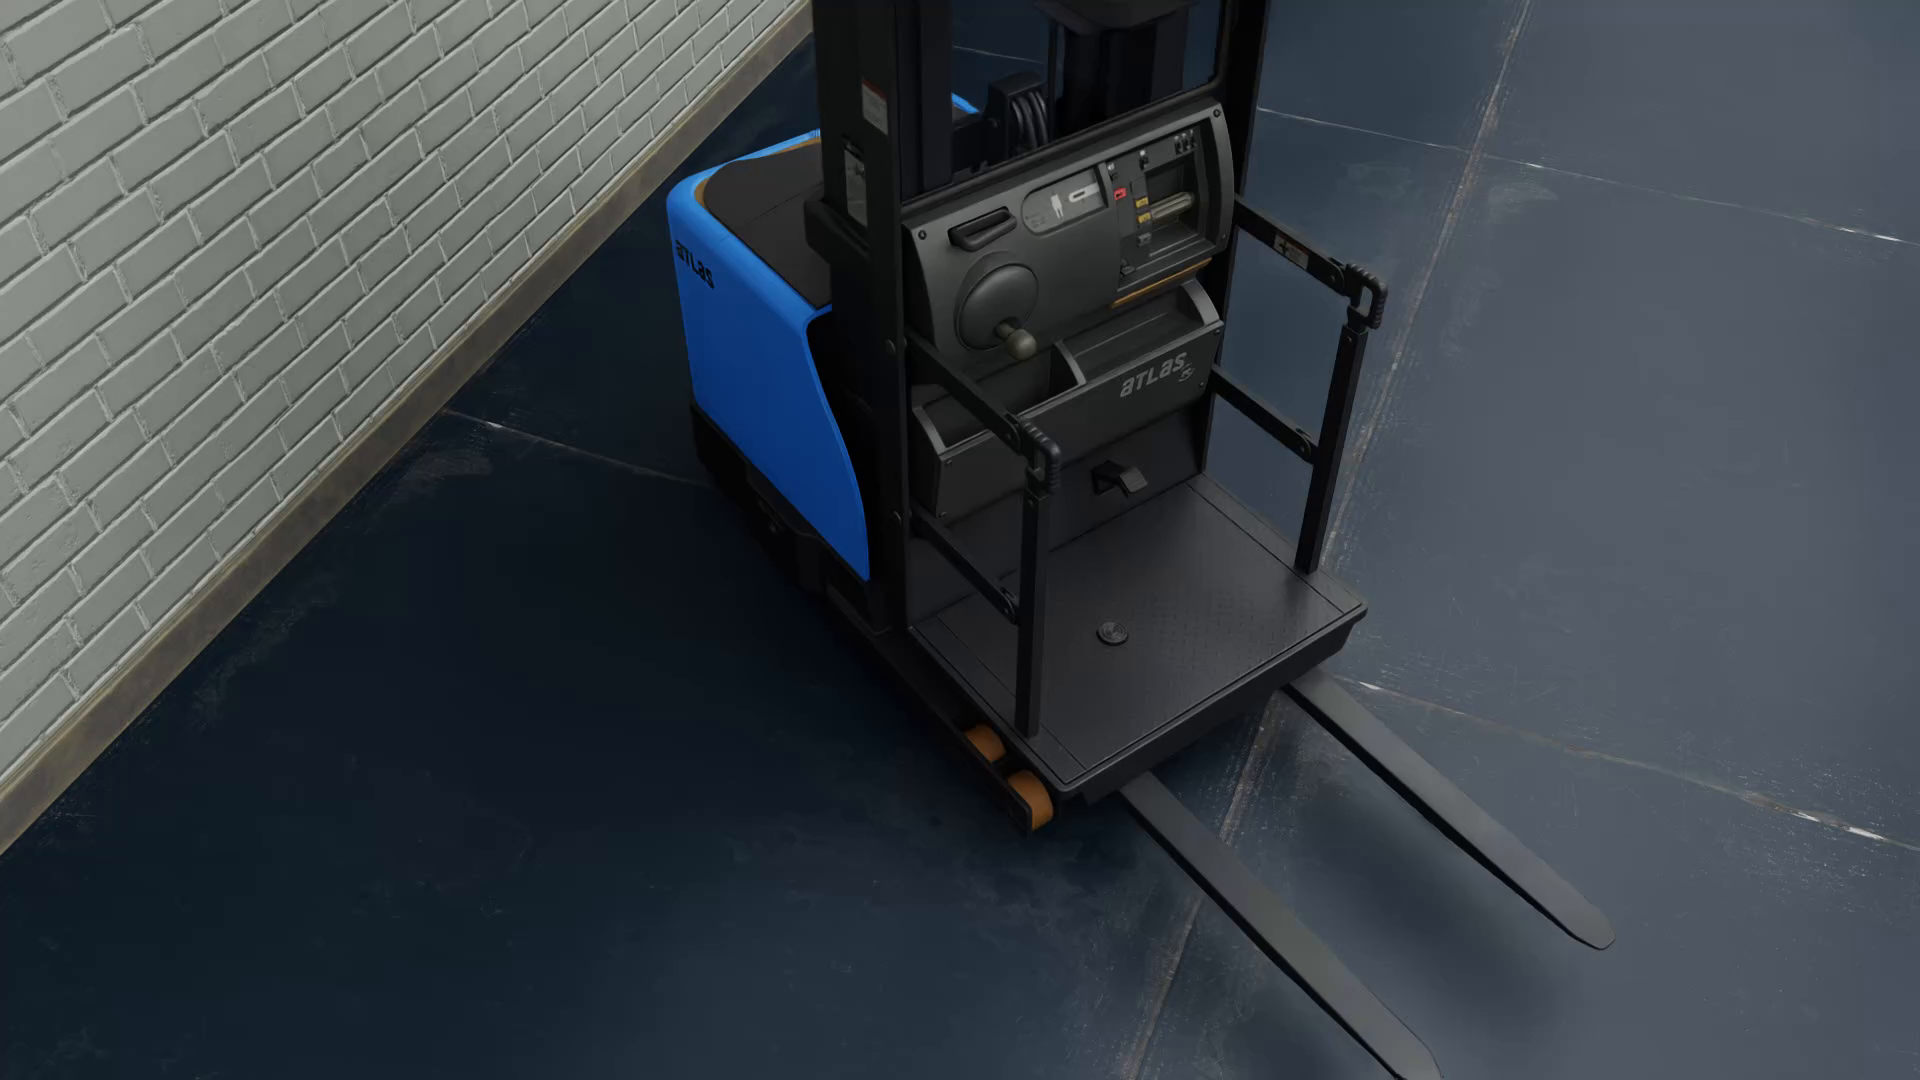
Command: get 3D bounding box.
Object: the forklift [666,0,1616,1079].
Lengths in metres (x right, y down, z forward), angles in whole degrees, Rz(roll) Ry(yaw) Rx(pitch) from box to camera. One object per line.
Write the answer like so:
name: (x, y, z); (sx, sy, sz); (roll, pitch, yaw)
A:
forklift: (0.413, -0.654, 3.829); (1.130, 2.935, 3.031); (-27, 51, -25)
